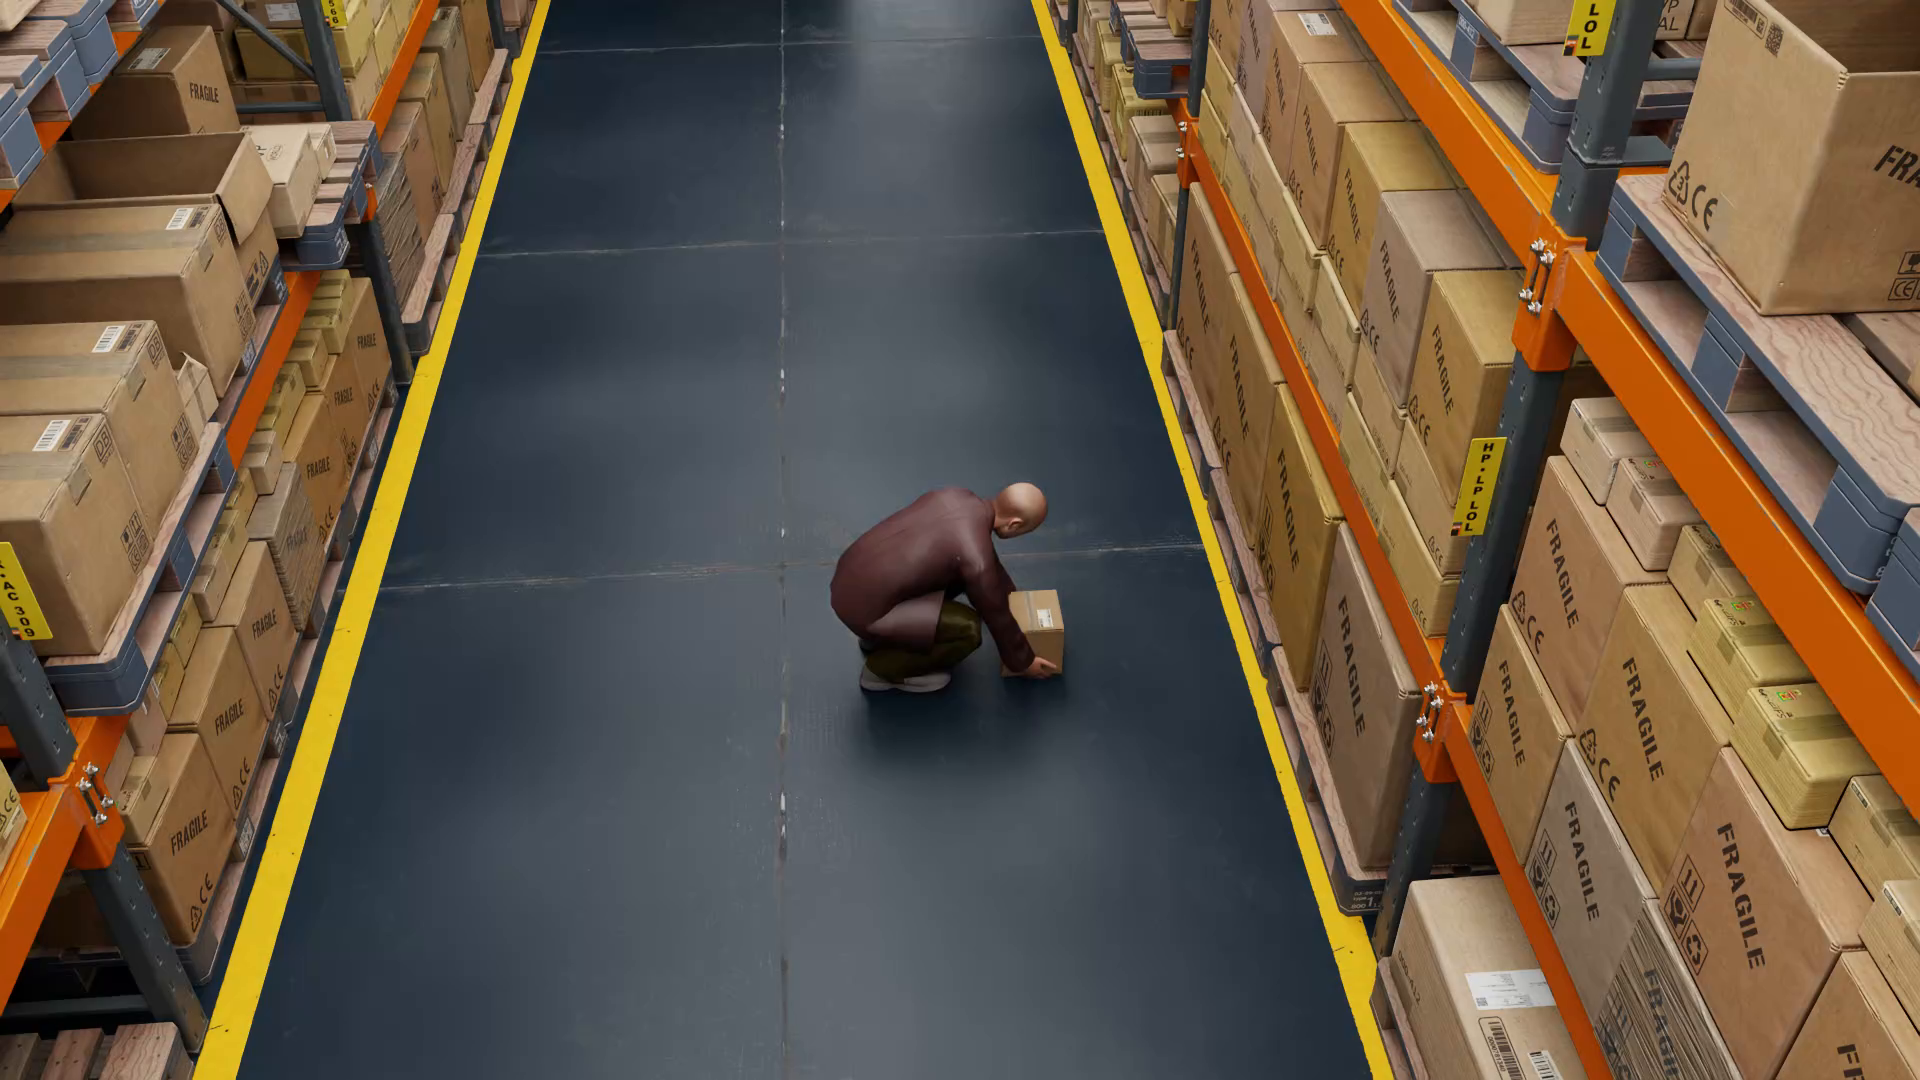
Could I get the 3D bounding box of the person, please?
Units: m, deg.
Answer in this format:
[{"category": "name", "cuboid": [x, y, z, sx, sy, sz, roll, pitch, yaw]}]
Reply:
[{"category": "person", "cuboid": [-0.070, 0.190, 6.716, 0.911, 0.887, 0.587, -3, 39, -4]}]
